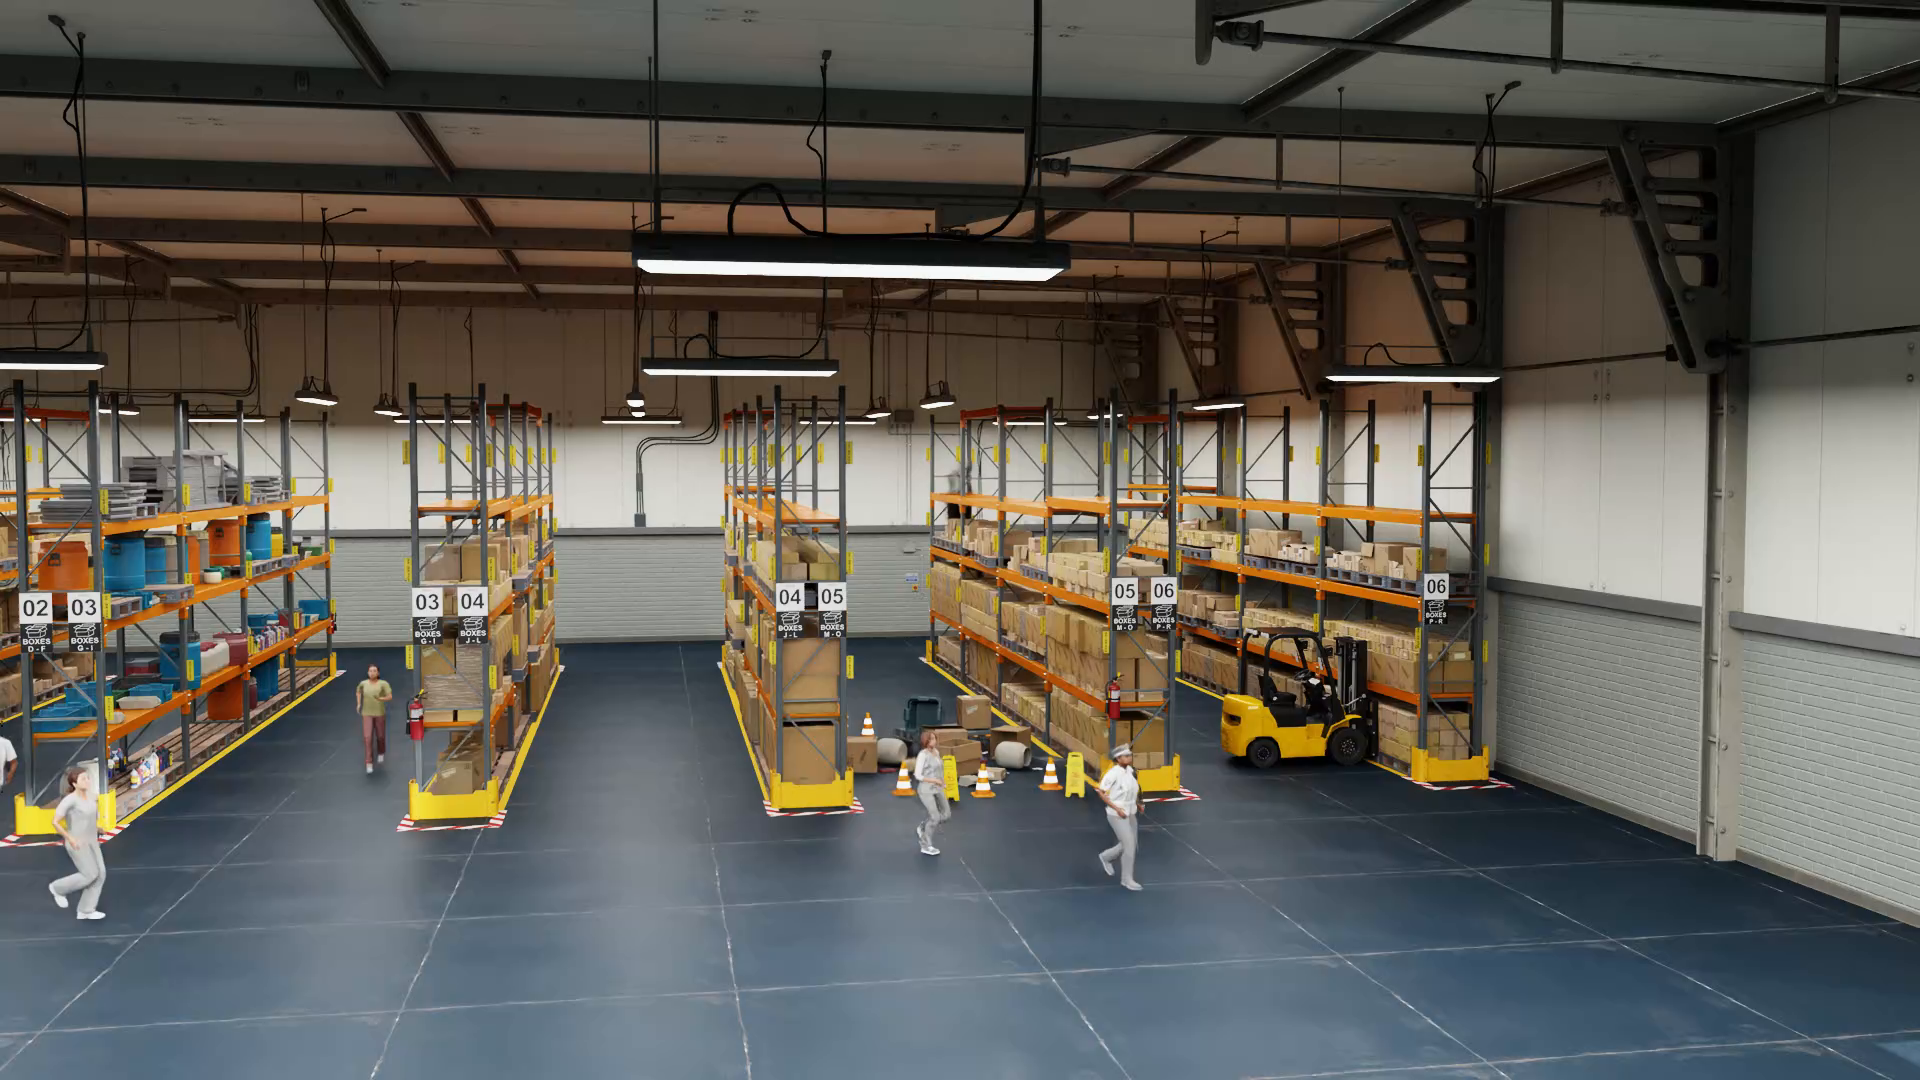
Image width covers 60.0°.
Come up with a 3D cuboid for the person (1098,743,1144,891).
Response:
[{"bbox_3d":[1.853,3.190,19.317,0.620,1.685,0.587,2,4,40],"label":"person"}]

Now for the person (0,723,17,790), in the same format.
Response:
[{"bbox_3d":[-12.252,3.080,20.915,0.784,1.749,0.736,2,4,37],"label":"person"}]

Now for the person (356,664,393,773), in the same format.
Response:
[{"bbox_3d":[-9.322,2.798,26.472,0.570,1.665,0.960,-1,3,-15],"label":"person"}]

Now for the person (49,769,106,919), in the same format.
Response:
[{"bbox_3d":[-9.515,3.277,17.950,0.597,1.624,0.580,0,3,8],"label":"person"}]

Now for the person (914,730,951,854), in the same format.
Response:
[{"bbox_3d":[-0.348,3.172,20.855,0.551,1.541,0.529,2,3,33],"label":"person"}]
